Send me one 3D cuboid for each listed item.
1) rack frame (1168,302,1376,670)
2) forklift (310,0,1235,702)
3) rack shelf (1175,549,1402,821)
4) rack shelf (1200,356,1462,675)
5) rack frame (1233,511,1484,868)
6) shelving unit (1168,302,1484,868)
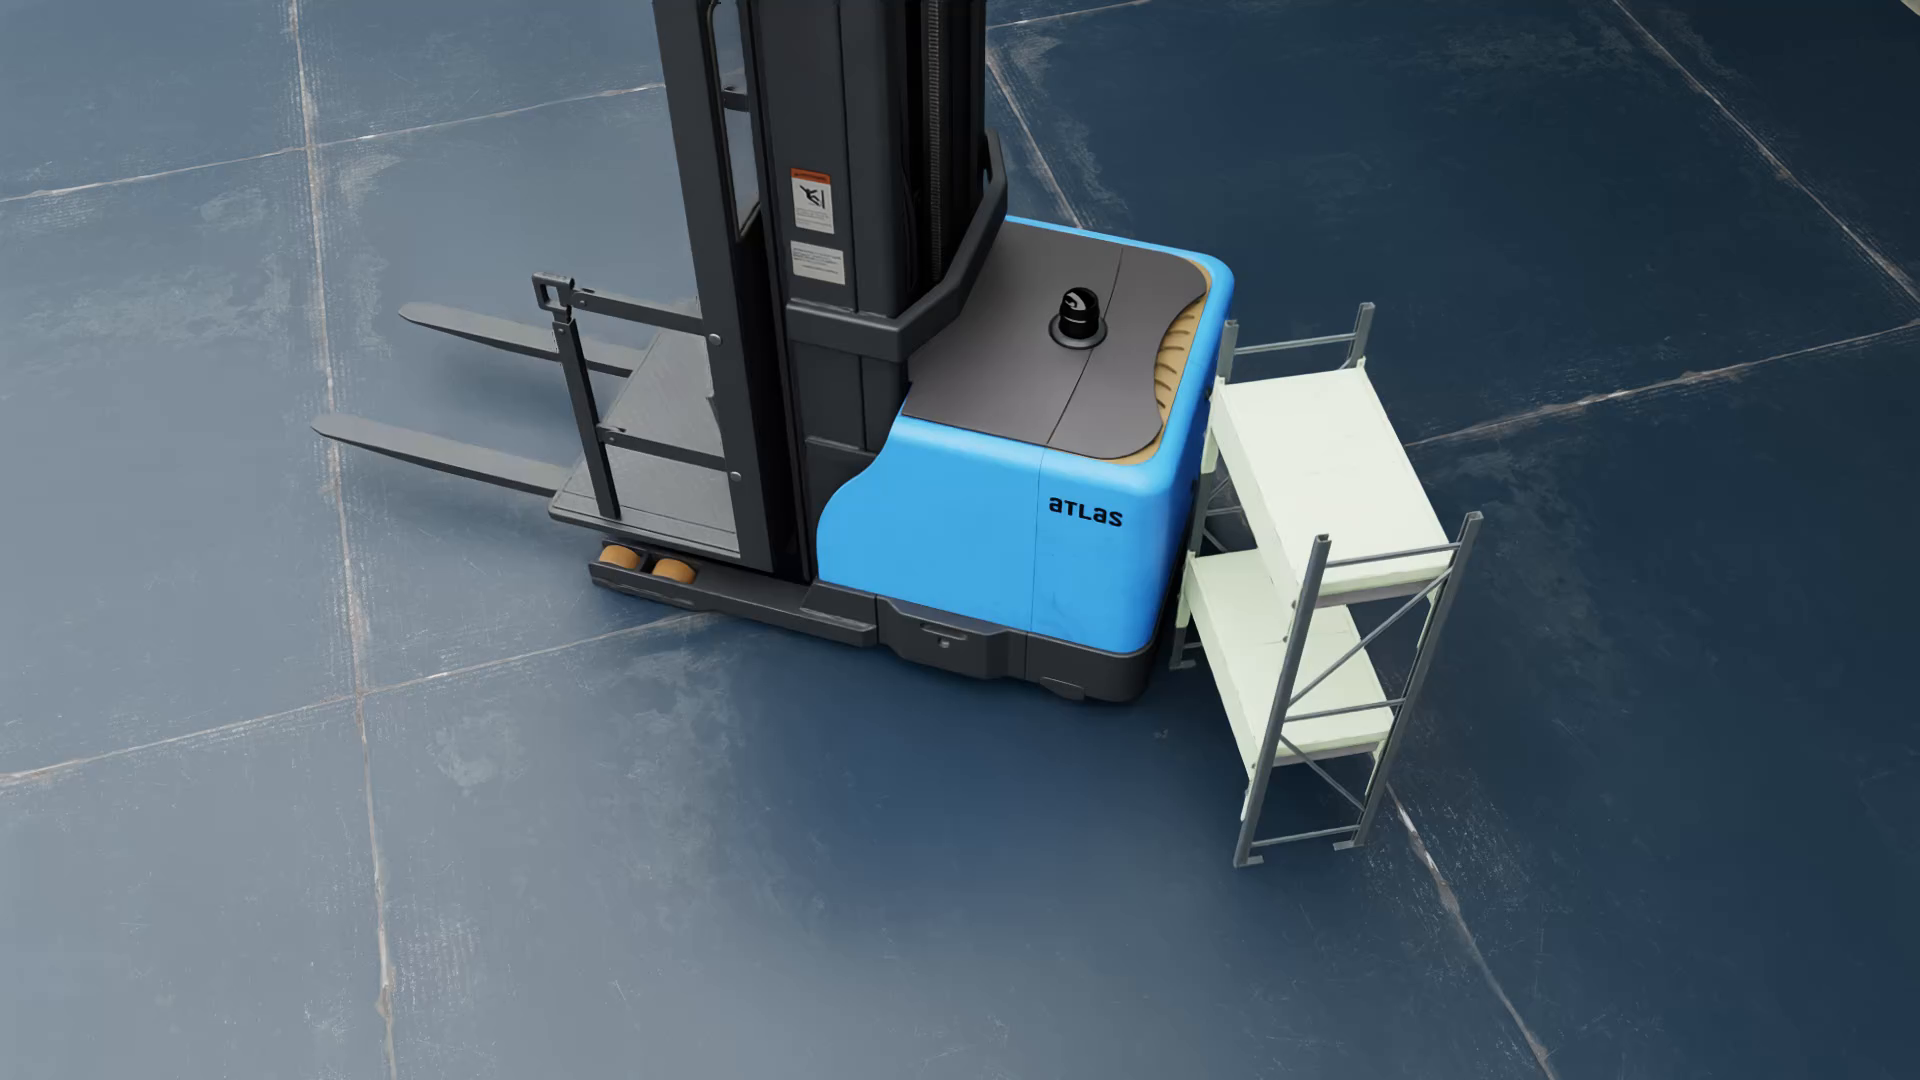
[{"bbox_3d":[0.875,-0.097,4.851,0.400,1.500,0.023,-8,50,-7],"label":"rack frame"},{"bbox_3d":[-0.723,-1.096,4.757,3.031,2.935,1.130,13,51,11],"label":"forklift"},{"bbox_3d":[0.942,0.388,4.868,0.431,0.370,0.720,-8,50,-7],"label":"rack shelf"},{"bbox_3d":[0.942,-0.074,4.321,0.431,0.370,0.720,-8,50,-7],"label":"rack shelf"},{"bbox_3d":[1.009,0.453,4.387,0.400,1.500,0.023,-8,50,-7],"label":"rack frame"},{"bbox_3d":[0.942,0.178,4.619,0.431,1.500,0.755,-8,50,-7],"label":"shelving unit"}]
